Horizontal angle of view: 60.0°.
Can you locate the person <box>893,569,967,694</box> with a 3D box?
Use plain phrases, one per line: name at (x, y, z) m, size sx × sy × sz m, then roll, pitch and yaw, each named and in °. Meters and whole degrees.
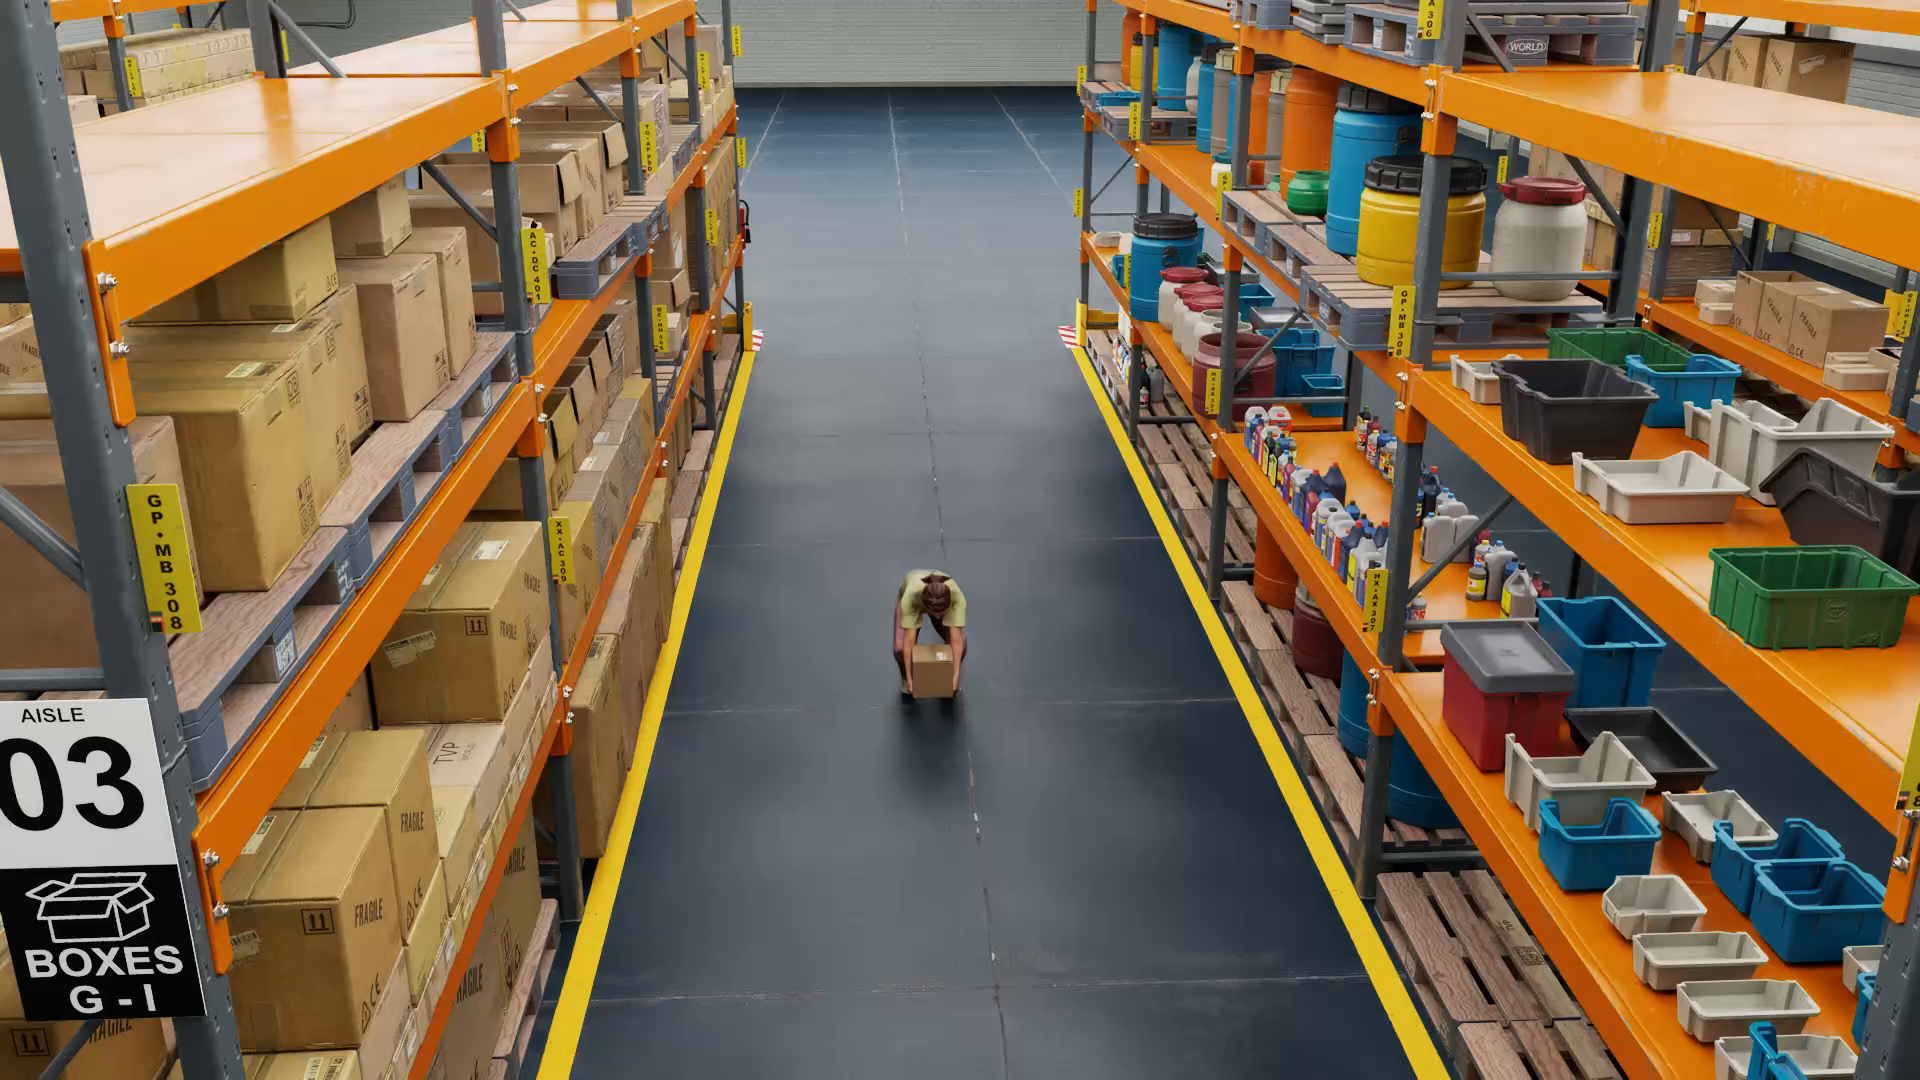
person at (-0.196, 0.574, 10.606) m, size 0.469 × 0.933 × 0.839 m, roll -2°, pitch 21°, yaw -5°
